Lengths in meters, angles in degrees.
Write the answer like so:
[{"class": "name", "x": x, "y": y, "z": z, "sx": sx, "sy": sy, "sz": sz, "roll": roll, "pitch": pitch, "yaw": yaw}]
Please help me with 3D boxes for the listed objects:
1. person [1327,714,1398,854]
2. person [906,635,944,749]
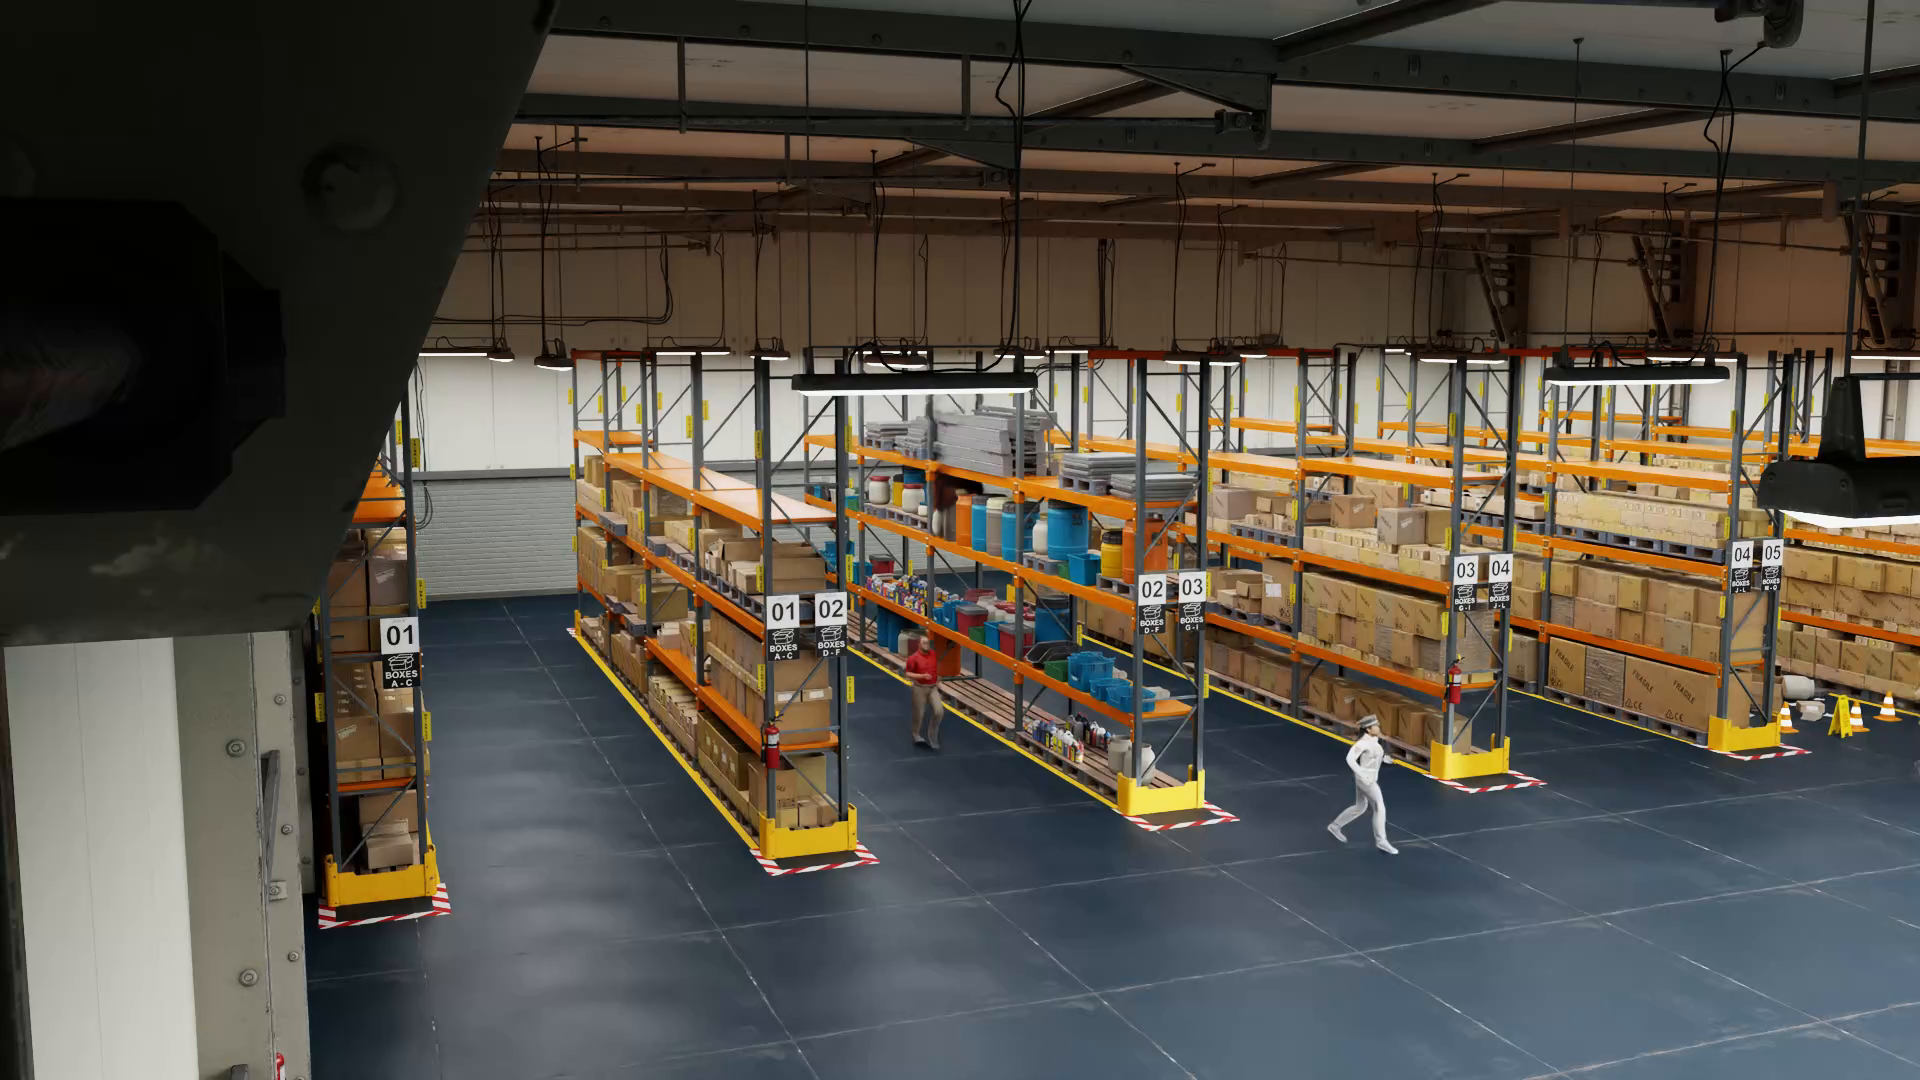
[{"class": "person", "x": 4.960, "y": 2.962, "z": 20.410, "sx": 0.868, "sy": 1.721, "sz": 0.597, "roll": 2, "pitch": 7, "yaw": 15}, {"class": "person", "x": -0.535, "y": 2.342, "z": 25.431, "sx": 0.638, "sy": 1.786, "sz": 0.767, "roll": -4, "pitch": 8, "yaw": -28}]
